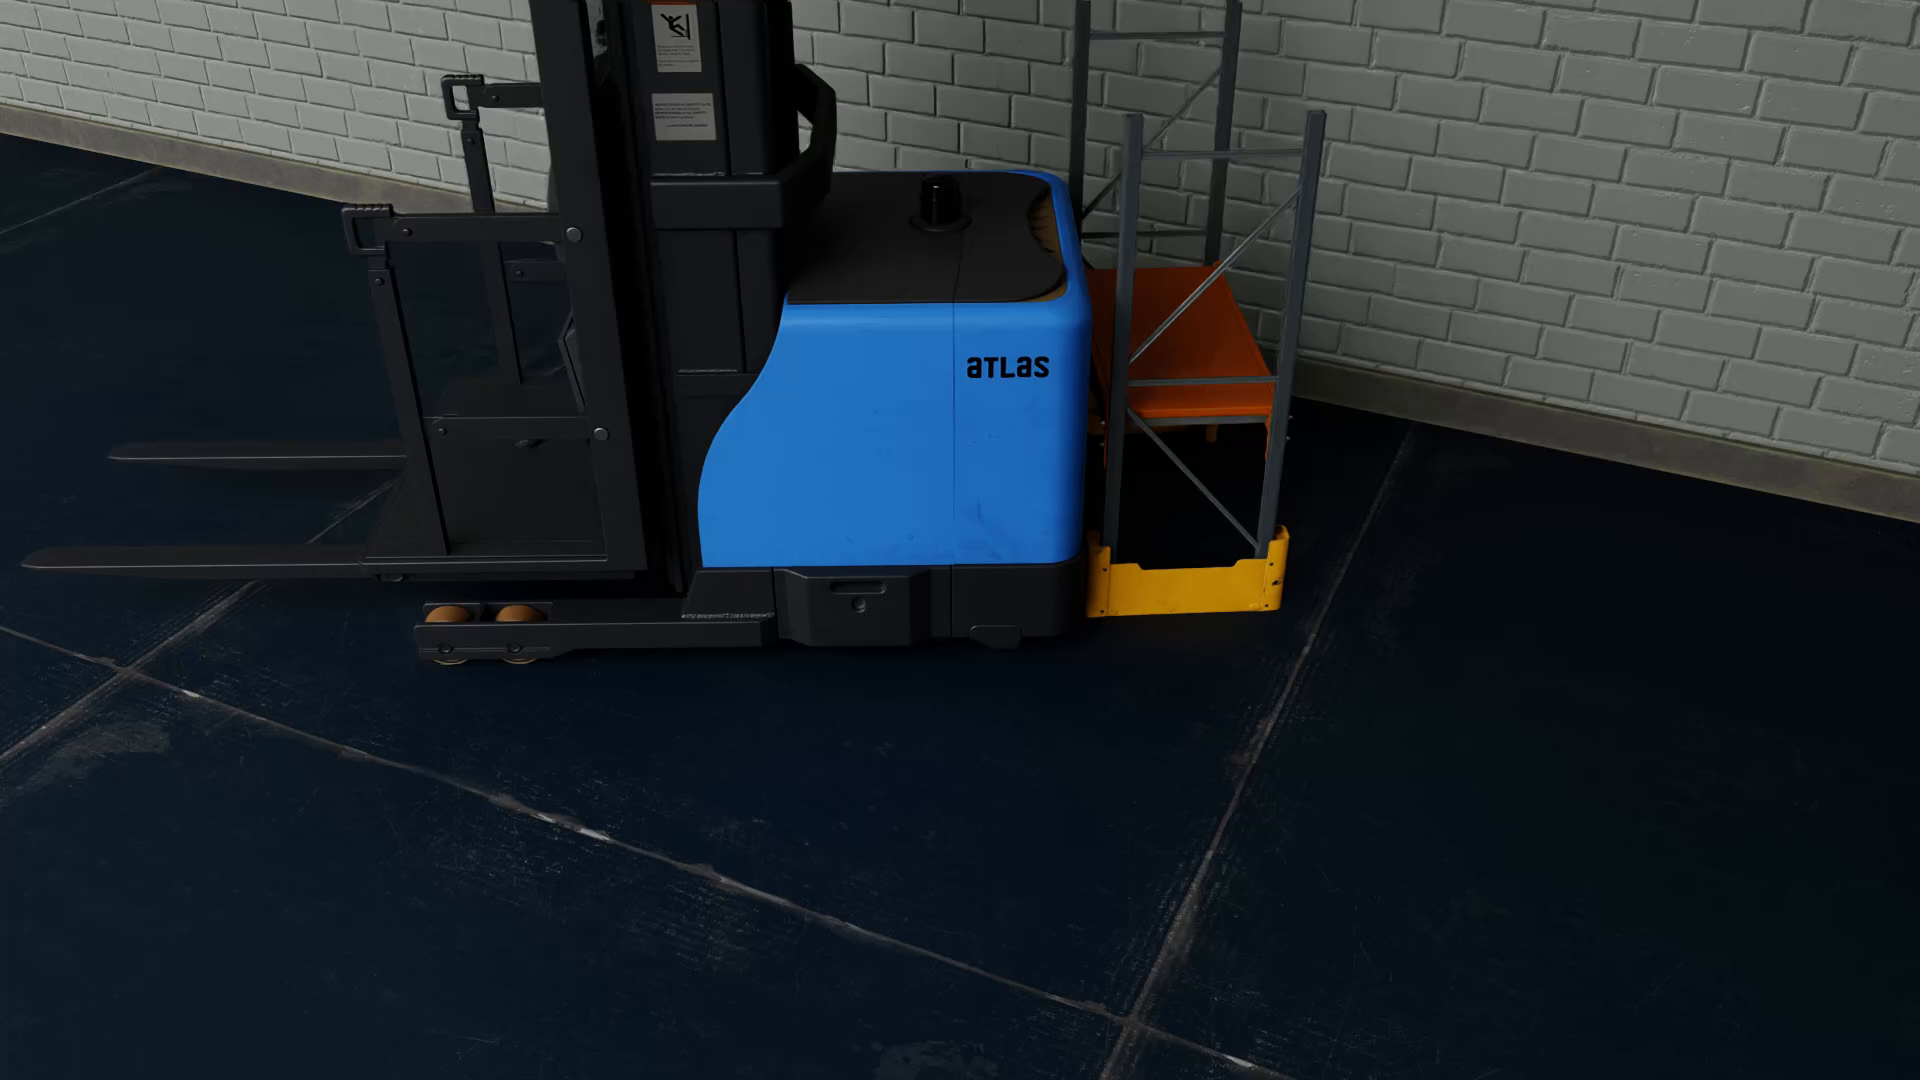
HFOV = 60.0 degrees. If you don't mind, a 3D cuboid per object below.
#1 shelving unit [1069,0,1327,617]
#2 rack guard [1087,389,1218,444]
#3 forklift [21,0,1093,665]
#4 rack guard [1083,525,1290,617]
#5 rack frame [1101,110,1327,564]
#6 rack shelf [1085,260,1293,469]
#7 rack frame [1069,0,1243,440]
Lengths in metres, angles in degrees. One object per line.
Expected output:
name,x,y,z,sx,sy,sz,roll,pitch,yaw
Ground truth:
shelving unit,0.628,-0.704,4.955,0.587,1.500,1.083,-2,33,-3
rack guard,0.597,-0.454,5.714,0.587,0.250,0.087,-2,33,-3
forklift,-1.169,-1.165,4.354,3.031,2.935,1.130,-1,33,-1
rack guard,0.659,0.091,4.882,0.587,0.250,0.087,-2,33,-3
rack frame,0.660,-0.431,4.539,0.500,1.500,0.032,-2,33,-3
rack shelf,0.628,-0.558,5.061,0.538,0.185,1.000,-2,33,-3
rack frame,0.596,-0.987,5.387,0.500,1.500,0.032,-2,33,-3
